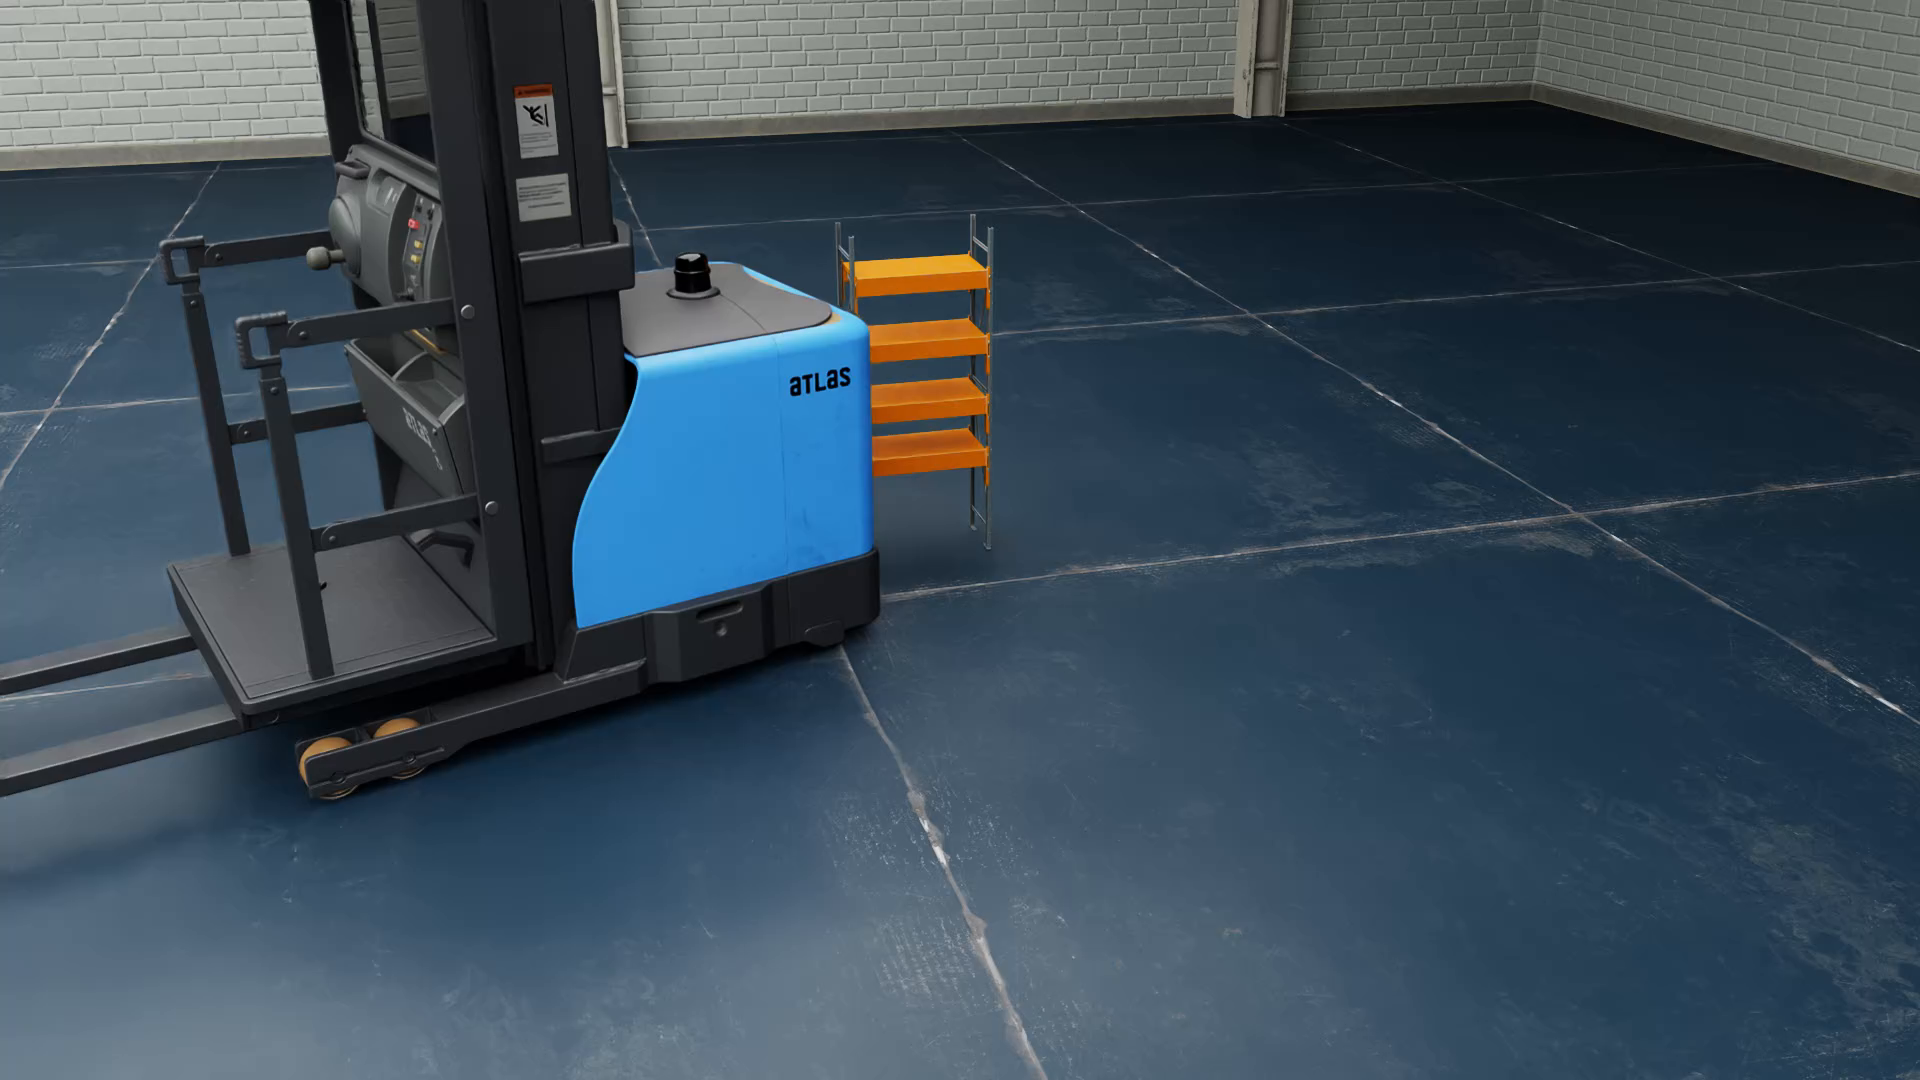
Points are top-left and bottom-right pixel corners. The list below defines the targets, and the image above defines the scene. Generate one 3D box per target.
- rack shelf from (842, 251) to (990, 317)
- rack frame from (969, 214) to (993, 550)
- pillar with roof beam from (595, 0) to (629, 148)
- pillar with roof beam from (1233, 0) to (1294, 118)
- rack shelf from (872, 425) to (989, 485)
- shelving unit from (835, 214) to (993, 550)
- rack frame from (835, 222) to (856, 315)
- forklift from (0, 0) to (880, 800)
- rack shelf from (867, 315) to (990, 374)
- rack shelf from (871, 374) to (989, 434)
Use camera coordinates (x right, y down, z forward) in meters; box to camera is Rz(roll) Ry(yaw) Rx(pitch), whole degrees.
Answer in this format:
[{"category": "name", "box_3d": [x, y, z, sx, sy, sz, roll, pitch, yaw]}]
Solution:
[{"category": "rack shelf", "box_3d": [-0.159, -0.895, 5.817, 0.480, 0.148, 0.258, -6, 24, -14]}, {"category": "rack frame", "box_3d": [0.076, -0.560, 6.033, 0.015, 1.200, 0.240, -6, 24, -14]}, {"category": "pillar with roof beam", "box_3d": [-1.837, -5.819, 8.400, 0.400, 9.000, 9.100, -6, 24, -14]}, {"category": "pillar with roof beam", "box_3d": [3.940, -6.459, 9.890, 0.400, 9.000, 9.100, -6, 24, -14]}, {"category": "rack shelf", "box_3d": [-0.159, -0.289, 6.077, 0.480, 0.148, 0.258, -6, 24, -14]}, {"category": "shelving unit", "box_3d": [-0.159, -0.534, 5.972, 0.503, 1.200, 0.258, -6, 24, -14]}, {"category": "rack frame", "box_3d": [-0.394, -0.508, 5.912, 0.015, 1.200, 0.240, -6, 24, -14]}, {"category": "forklift", "box_3d": [-1.774, -0.870, 4.560, 3.031, 2.935, 1.130, -15, 27, -31]}, {"category": "rack shelf", "box_3d": [-0.159, -0.677, 5.911, 0.480, 0.148, 0.258, -6, 24, -14]}, {"category": "rack shelf", "box_3d": [-0.159, -0.472, 5.999, 0.480, 0.148, 0.258, -6, 24, -14]}]
